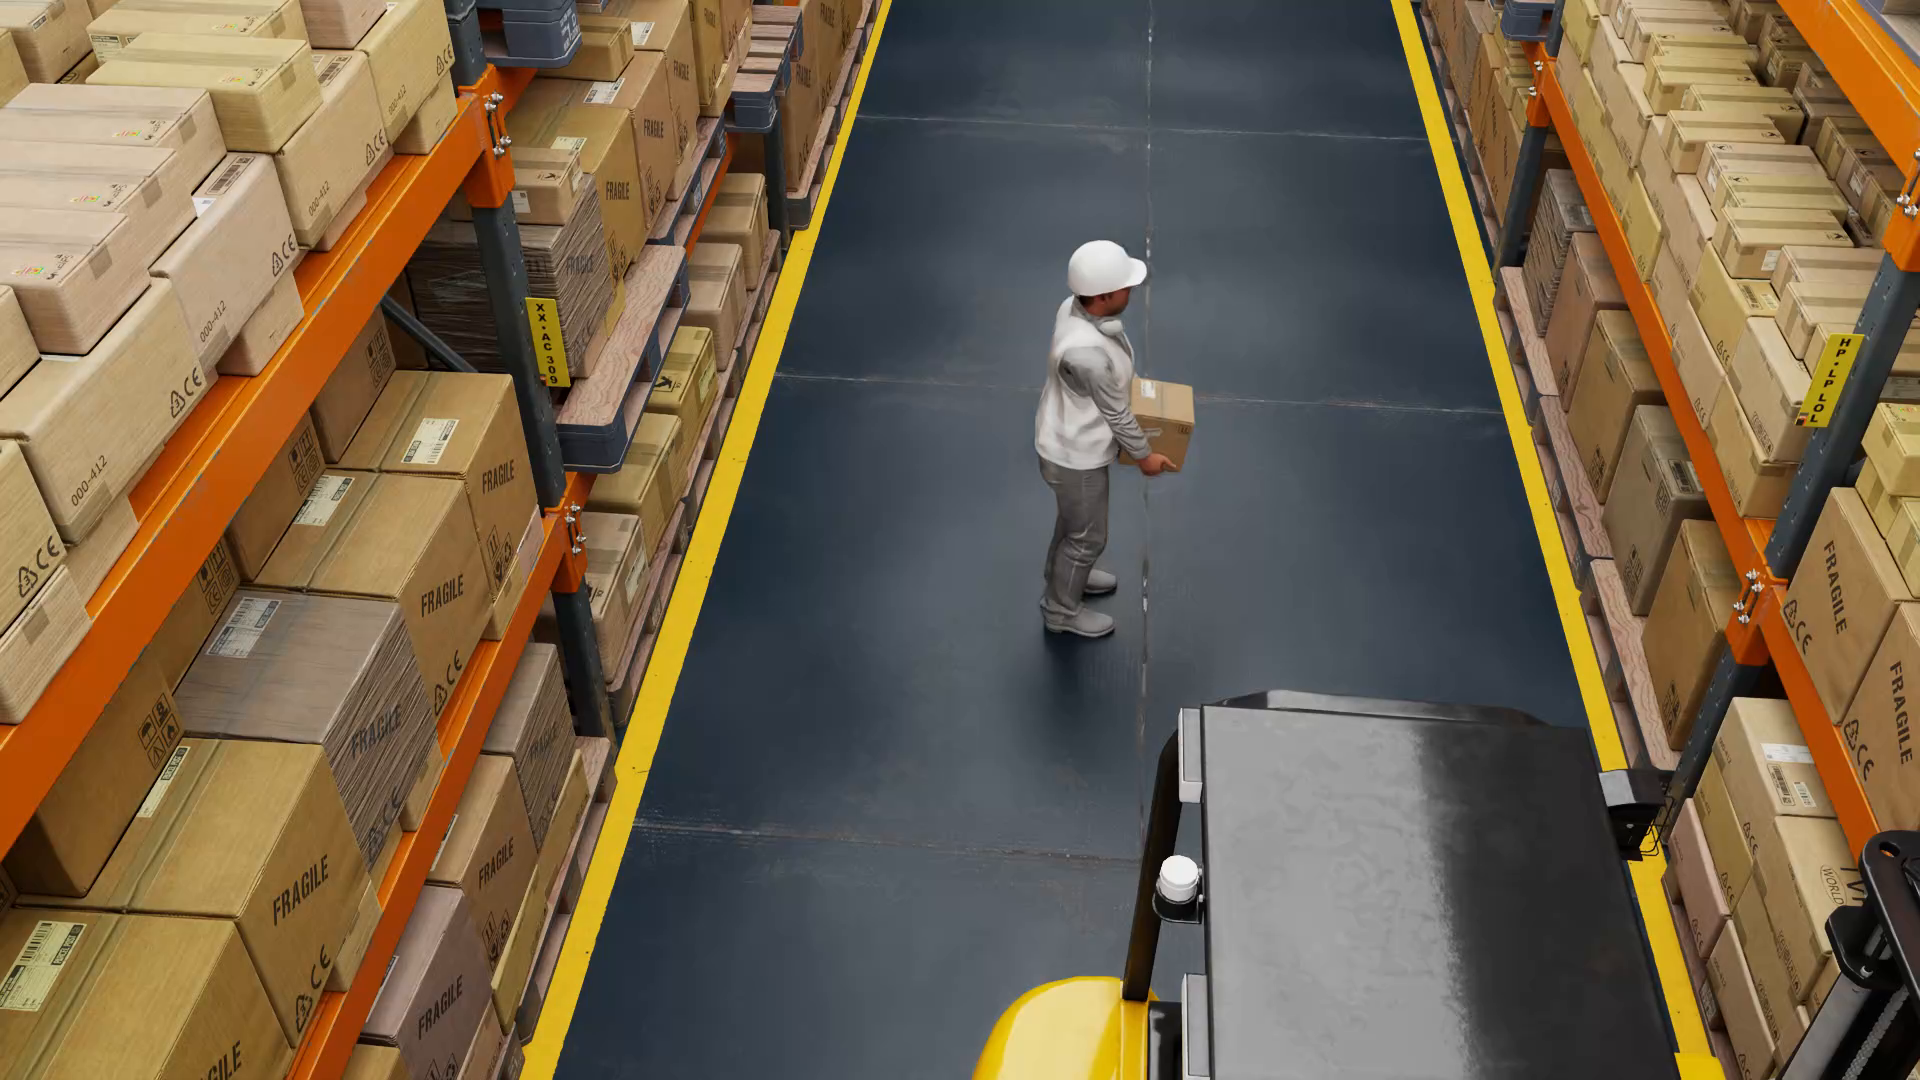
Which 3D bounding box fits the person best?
[{"bbox_3d":[0.575,-0.398,6.619,0.558,1.772,0.494,3,40,3],"label":"person"}]
